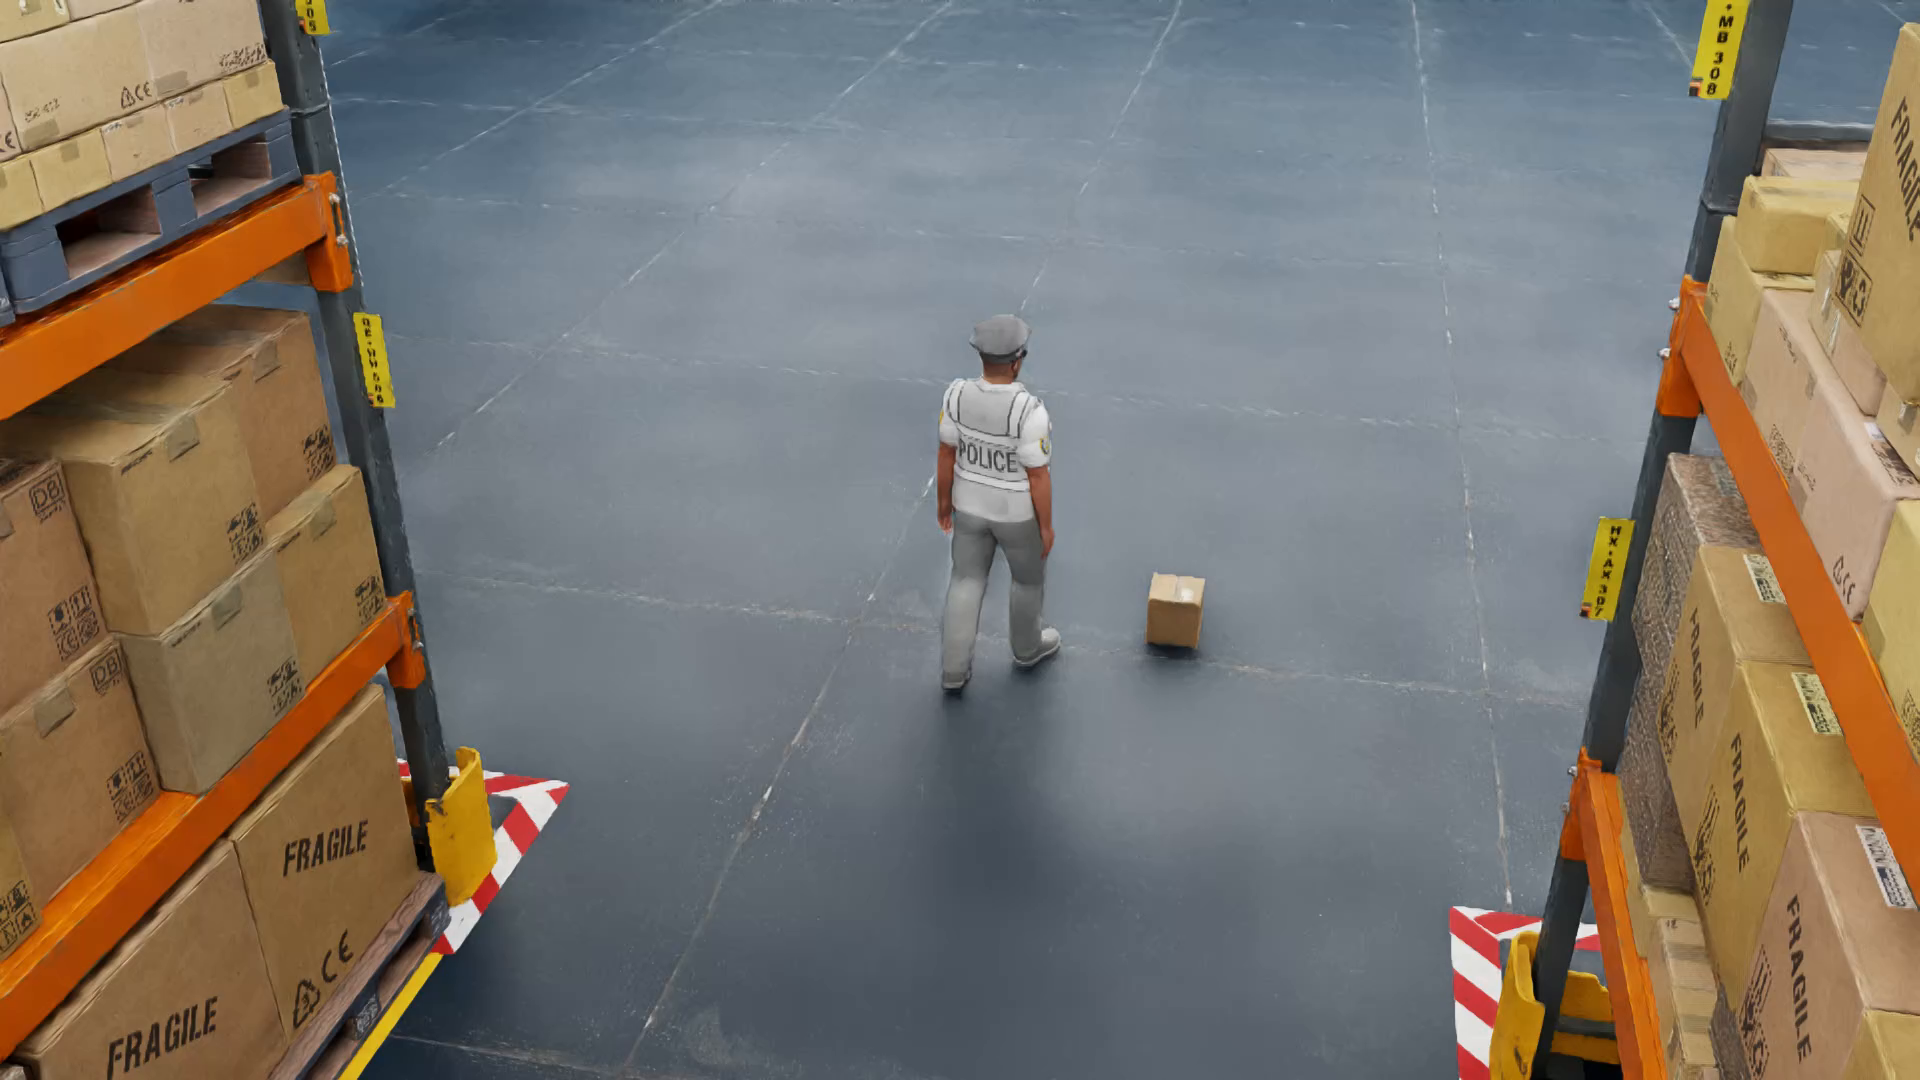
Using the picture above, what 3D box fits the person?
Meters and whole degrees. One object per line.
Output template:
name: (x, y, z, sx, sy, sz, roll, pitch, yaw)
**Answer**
person: (0.184, -0.172, 7.407, 0.570, 1.754, 0.735, 14, 31, 23)
